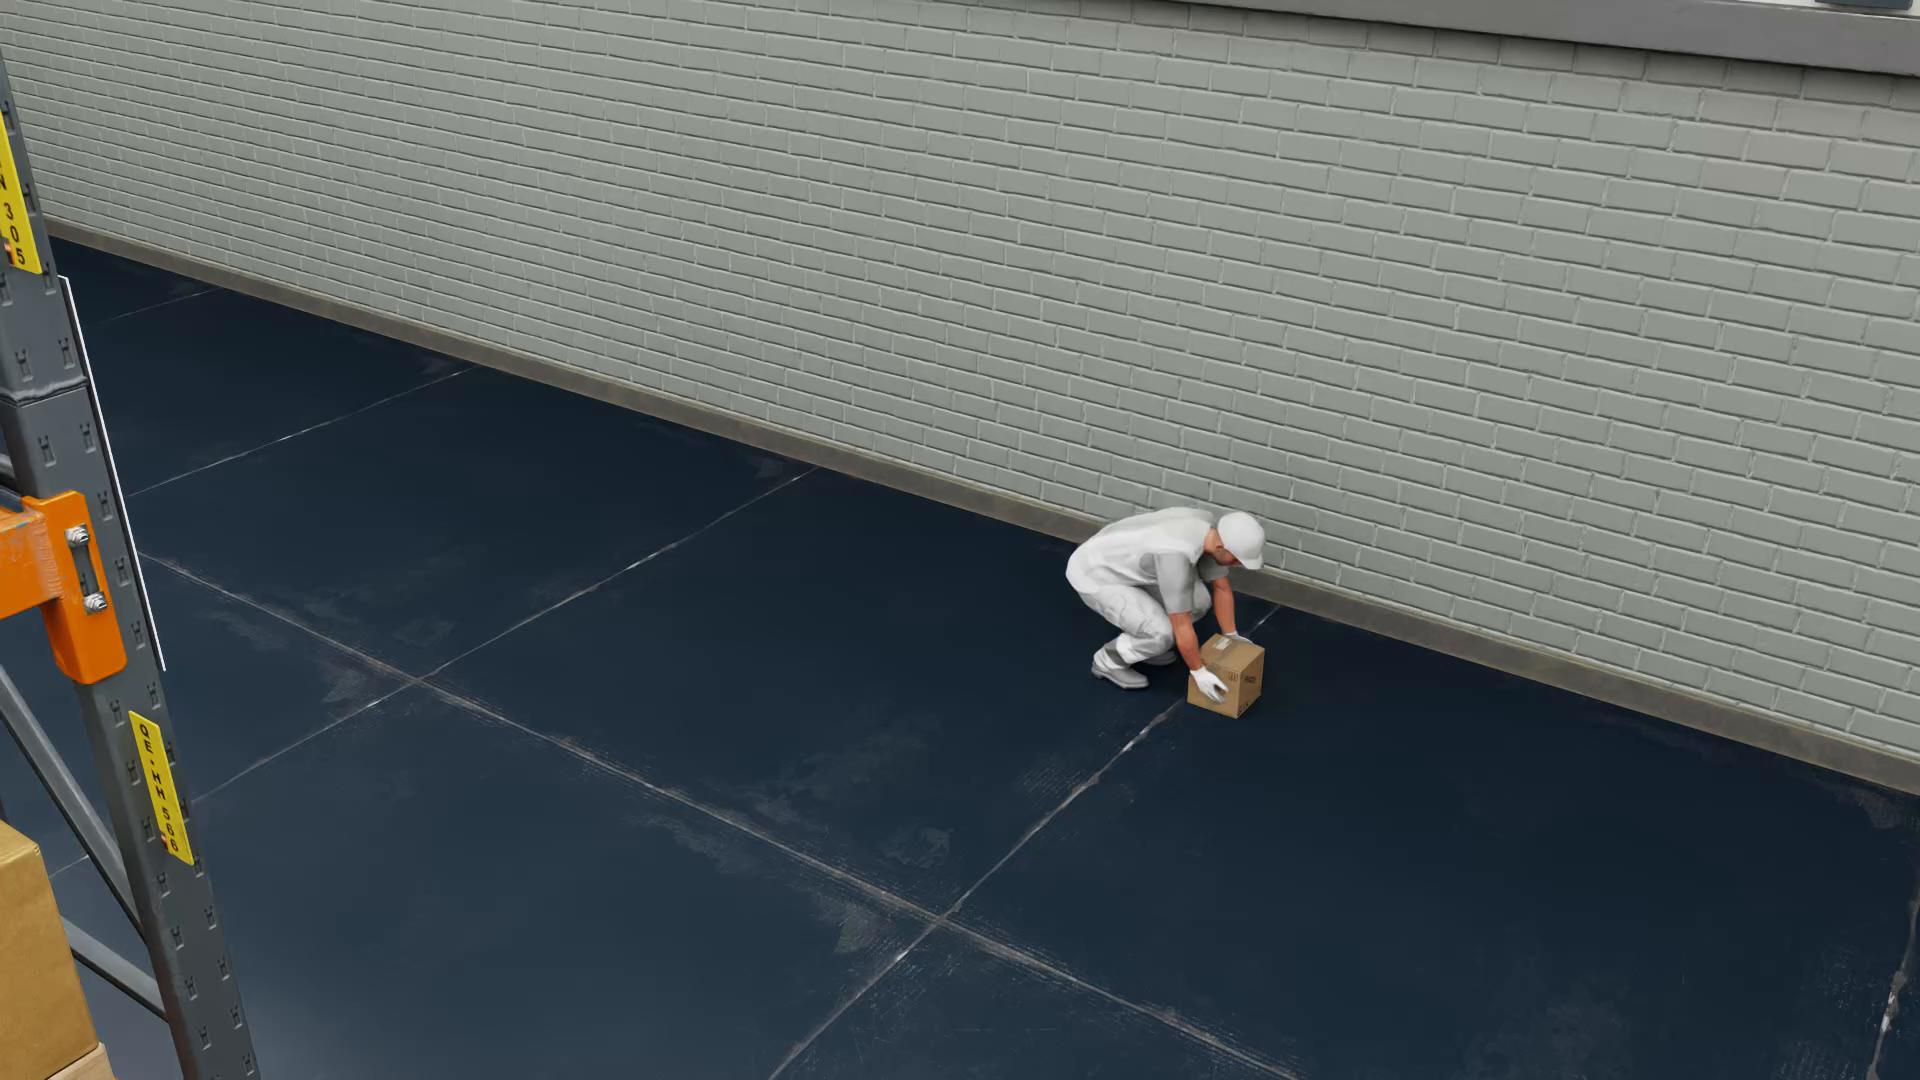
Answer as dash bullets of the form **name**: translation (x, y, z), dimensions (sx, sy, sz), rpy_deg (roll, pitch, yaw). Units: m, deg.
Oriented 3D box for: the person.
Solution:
- **person**: translation (0.937, 0.224, 7.618), dimensions (0.886, 0.920, 0.571), rpy_deg (17, 31, 30)
